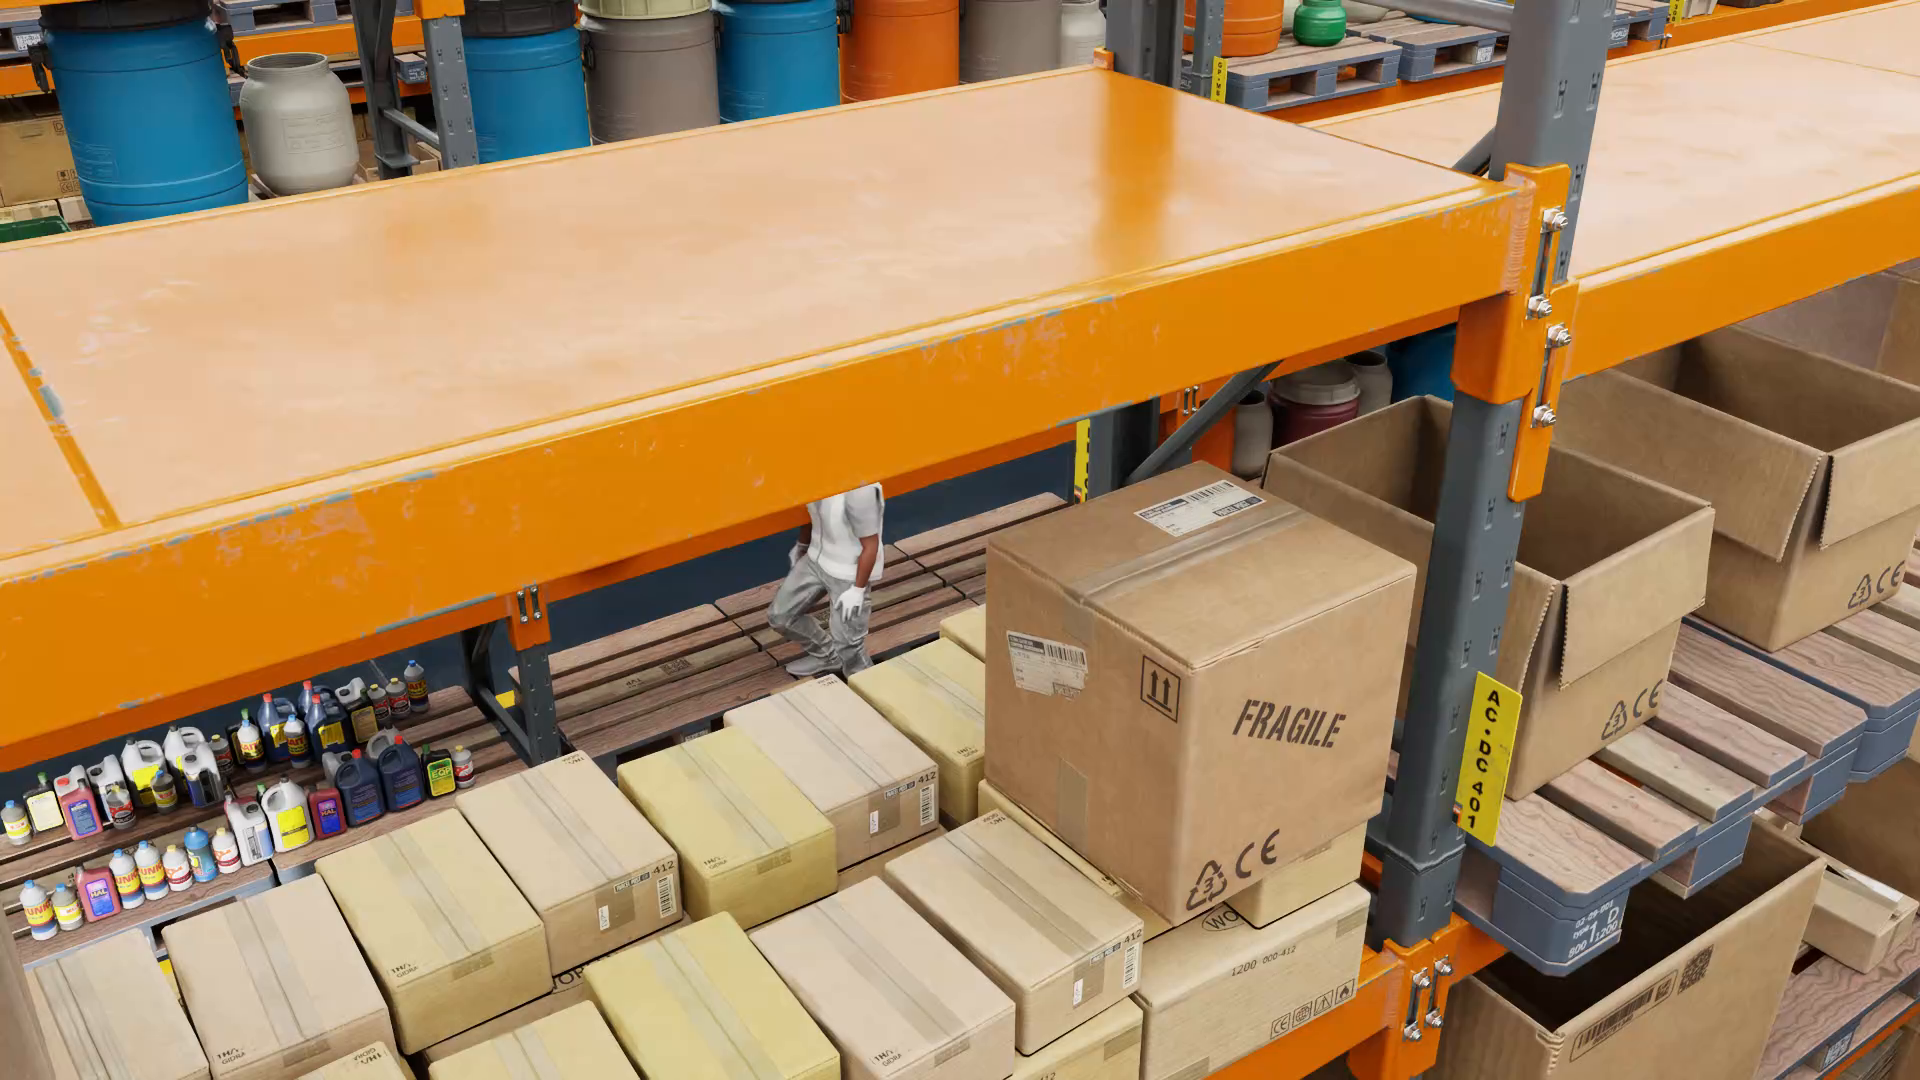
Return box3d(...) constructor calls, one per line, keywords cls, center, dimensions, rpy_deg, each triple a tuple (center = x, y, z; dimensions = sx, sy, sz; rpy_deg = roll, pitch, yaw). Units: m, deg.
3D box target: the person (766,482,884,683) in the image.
box3d(cls="person", center=(-0.658, 0.163, 8.356), dimensions=(0.524, 1.784, 0.617), rpy_deg=(-18, 33, -30))
